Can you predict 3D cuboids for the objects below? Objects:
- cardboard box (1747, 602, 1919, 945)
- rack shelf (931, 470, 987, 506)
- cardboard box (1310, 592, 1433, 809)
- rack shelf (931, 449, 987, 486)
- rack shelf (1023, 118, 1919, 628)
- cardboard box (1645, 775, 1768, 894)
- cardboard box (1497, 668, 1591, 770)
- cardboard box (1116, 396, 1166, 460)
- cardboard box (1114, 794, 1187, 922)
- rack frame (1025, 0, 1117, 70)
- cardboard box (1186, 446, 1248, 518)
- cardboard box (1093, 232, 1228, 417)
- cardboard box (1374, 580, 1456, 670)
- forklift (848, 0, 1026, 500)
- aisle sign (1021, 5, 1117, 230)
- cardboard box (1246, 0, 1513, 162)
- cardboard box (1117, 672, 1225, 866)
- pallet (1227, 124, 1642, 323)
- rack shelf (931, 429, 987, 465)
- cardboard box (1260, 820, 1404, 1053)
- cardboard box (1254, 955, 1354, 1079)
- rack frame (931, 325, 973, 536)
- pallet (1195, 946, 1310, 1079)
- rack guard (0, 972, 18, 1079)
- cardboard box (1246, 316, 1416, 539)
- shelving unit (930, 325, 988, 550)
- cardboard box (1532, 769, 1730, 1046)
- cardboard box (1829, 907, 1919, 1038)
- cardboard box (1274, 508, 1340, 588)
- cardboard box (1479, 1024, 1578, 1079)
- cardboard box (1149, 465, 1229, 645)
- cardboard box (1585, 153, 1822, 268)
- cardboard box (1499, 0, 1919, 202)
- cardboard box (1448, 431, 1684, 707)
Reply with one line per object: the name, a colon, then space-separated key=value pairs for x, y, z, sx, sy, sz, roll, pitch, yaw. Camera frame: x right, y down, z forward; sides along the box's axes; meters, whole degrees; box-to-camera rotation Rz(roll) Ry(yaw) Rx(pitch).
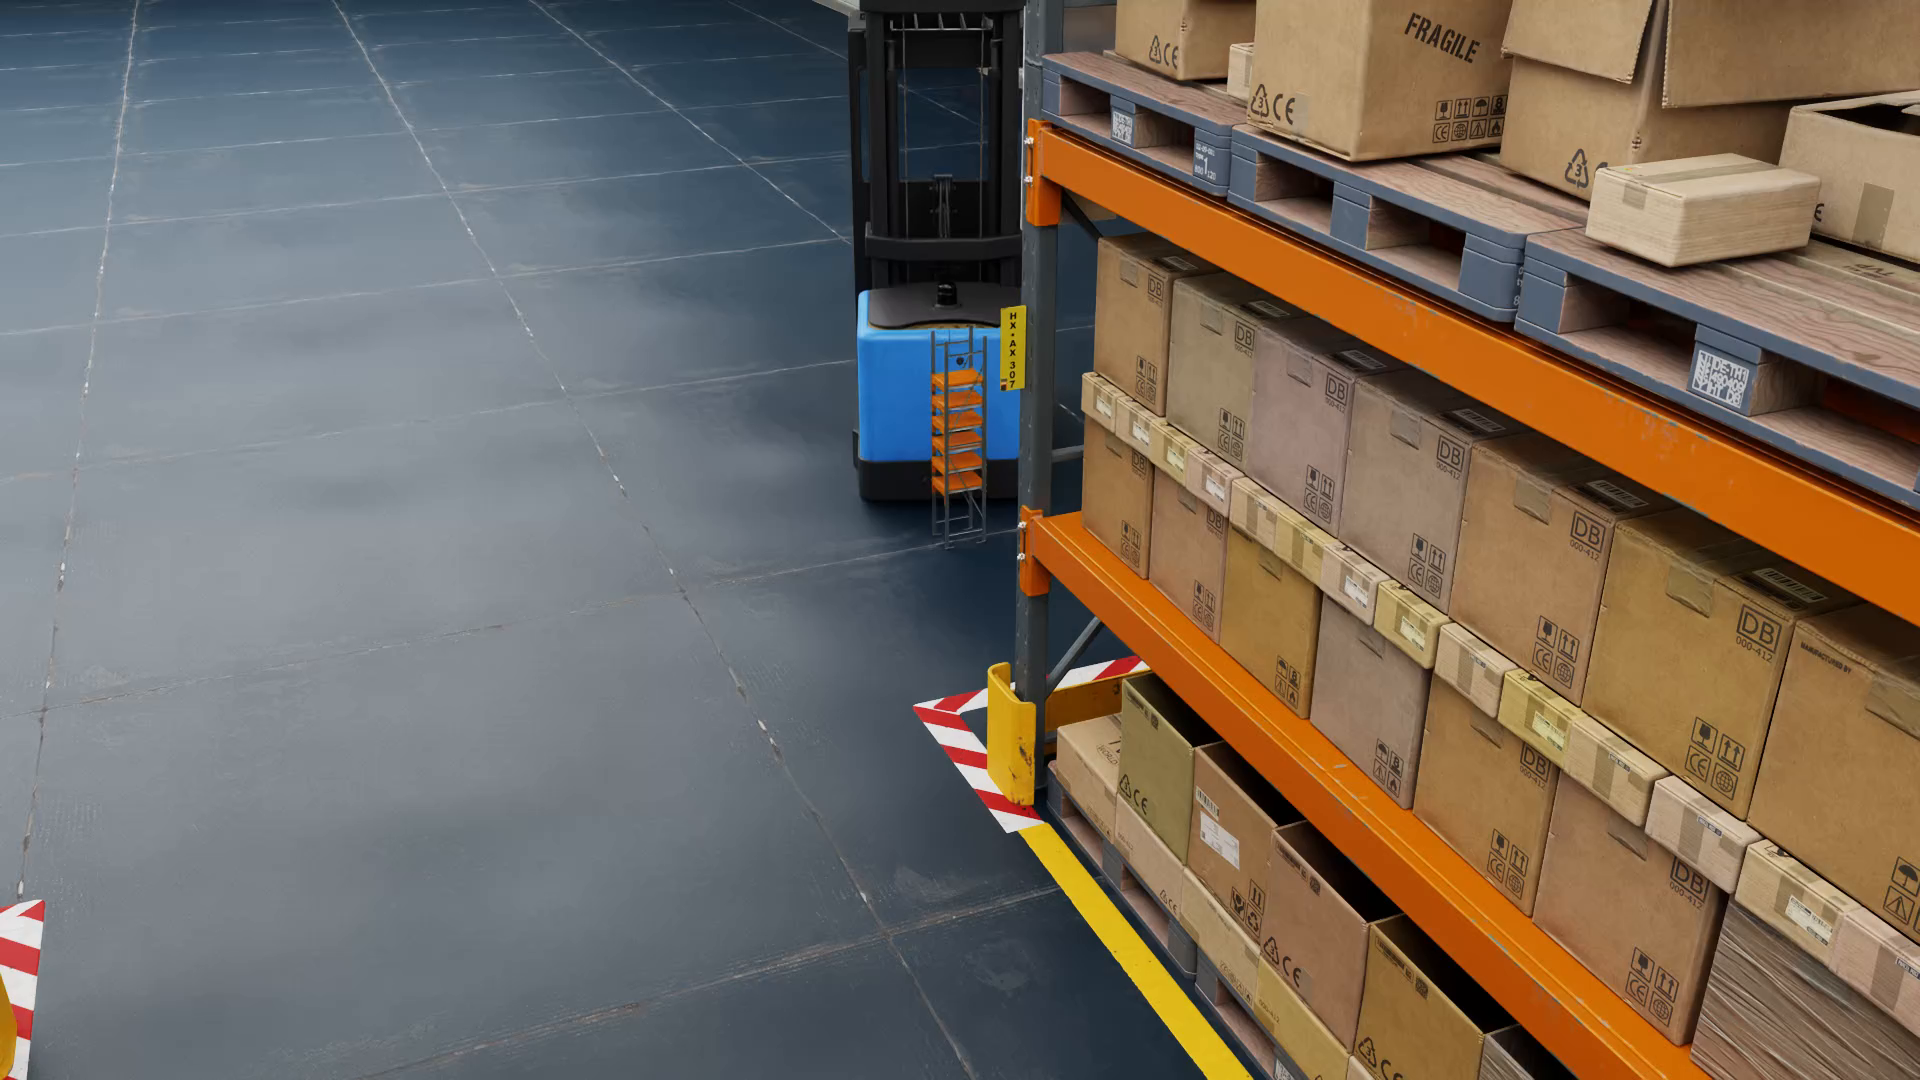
cardboard box: x=2.098 y=0.425 z=3.368 sx=0.700 sy=0.500 sz=0.500 roll=-10 pitch=28 yaw=-20
rack shelf: x=-0.006 y=-0.289 z=9.124 sx=0.258 sy=0.103 sz=0.180 roll=-11 pitch=28 yaw=-21
cardboard box: x=1.491 y=0.386 z=4.926 sx=0.700 sy=0.500 sz=0.500 roll=-10 pitch=28 yaw=-19
rack shelf: x=-0.006 y=-0.397 z=9.071 sx=0.258 sy=0.103 sz=0.180 roll=-11 pitch=28 yaw=-21
rack shelf: x=1.495 y=-0.601 z=4.463 sx=1.077 sy=0.370 sz=4.000 roll=-11 pitch=28 yaw=-21
cardboard box: x=1.774 y=0.616 z=3.716 sx=0.380 sy=0.149 sz=0.250 roll=-11 pitch=28 yaw=-22
cardboard box: x=1.577 y=0.411 z=4.137 sx=0.380 sy=0.149 sz=0.250 roll=-11 pitch=28 yaw=-21
cardboard box: x=0.773 y=-0.419 z=5.835 sx=0.380 sy=0.149 sz=0.250 roll=-11 pitch=28 yaw=-22
cardboard box: x=0.916 y=1.119 z=6.195 sx=0.500 sy=0.250 sz=0.500 roll=-11 pitch=28 yaw=-21
rack frame: x=0.711 y=-3.080 z=5.301 sx=1.000 sy=3.000 sz=0.127 roll=-11 pitch=28 yaw=-21
cardboard box: x=0.966 y=-0.216 z=5.419 sx=0.380 sy=0.149 sz=0.250 roll=-11 pitch=28 yaw=-21
cardboard box: x=0.903 y=-0.800 z=5.876 sx=0.700 sy=0.500 sz=0.500 roll=-10 pitch=28 yaw=-20
cardboard box: x=1.372 y=0.202 z=4.564 sx=0.380 sy=0.149 sz=0.250 roll=-10 pitch=28 yaw=-19
forklift: x=-0.121 y=-2.152 z=10.316 sx=1.130 sy=2.935 sz=3.031 roll=-1 pitch=26 yaw=-2
aisle sign: x=0.404 y=-1.526 z=5.993 sx=0.394 sy=0.787 sz=0.004 roll=-11 pitch=28 yaw=-21
cardboard box: x=1.110 y=-1.311 z=4.345 sx=0.500 sy=0.500 sz=0.500 roll=-11 pitch=28 yaw=-21
cardboard box: x=0.914 y=0.782 z=6.029 sx=0.500 sy=0.500 sz=0.500 roll=-11 pitch=28 yaw=-21
pallet: x=1.446 y=-0.909 z=4.375 sx=1.003 sy=0.211 sz=1.213 roll=-11 pitch=28 yaw=-21
rack shelf: x=-0.006 y=-0.505 z=9.018 sx=0.258 sy=0.103 sz=0.180 roll=-11 pitch=28 yaw=-21
cardboard box: x=1.302 y=1.187 z=5.201 sx=0.500 sy=0.500 sz=0.500 roll=-11 pitch=28 yaw=-21
cardboard box: x=1.303 y=1.524 z=5.366 sx=0.500 sy=0.250 sz=0.500 roll=-11 pitch=28 yaw=-21
rack frame: x=-0.042 y=-0.582 z=9.074 sx=0.240 sy=1.200 sz=0.006 roll=-11 pitch=28 yaw=-21
pallet: x=1.523 y=1.662 z=5.604 sx=1.003 sy=0.211 sz=1.213 roll=-11 pitch=28 yaw=-21
rack guard: x=-3.775 y=1.612 z=5.379 sx=1.175 sy=0.500 sz=0.348 roll=-11 pitch=28 yaw=-21
cardboard box: x=1.312 y=-0.385 z=5.027 sx=0.700 sy=0.500 sz=0.500 roll=-10 pitch=28 yaw=-20
shelving unit: x=-0.006 y=-0.545 z=8.999 sx=0.258 sy=1.200 sz=0.189 roll=-11 pitch=28 yaw=-21
cardboard box: x=1.886 y=0.796 z=4.086 sx=0.700 sy=0.500 sz=0.500 roll=-11 pitch=28 yaw=-21
cardboard box: x=1.974 y=0.822 z=3.295 sx=0.380 sy=0.149 sz=0.250 roll=-11 pitch=28 yaw=-21
cardboard box: x=1.173 y=-0.005 z=4.989 sx=0.380 sy=0.149 sz=0.250 roll=-11 pitch=28 yaw=-21
cardboard box: x=1.710 y=1.587 z=4.381 sx=0.500 sy=0.500 sz=0.500 roll=-11 pitch=28 yaw=-21
cardboard box: x=1.093 y=-0.027 z=5.772 sx=0.700 sy=0.500 sz=0.500 roll=-10 pitch=28 yaw=-19
cardboard box: x=1.554 y=-0.696 z=3.485 sx=0.380 sy=0.149 sz=0.250 roll=-11 pitch=28 yaw=-21
cardboard box: x=1.749 y=-1.101 z=3.912 sx=0.797 sy=0.503 sz=0.637 roll=-7 pitch=27 yaw=-15
cardboard box: x=1.704 y=0.019 z=4.200 sx=0.700 sy=0.500 sz=0.500 roll=-11 pitch=28 yaw=-21
